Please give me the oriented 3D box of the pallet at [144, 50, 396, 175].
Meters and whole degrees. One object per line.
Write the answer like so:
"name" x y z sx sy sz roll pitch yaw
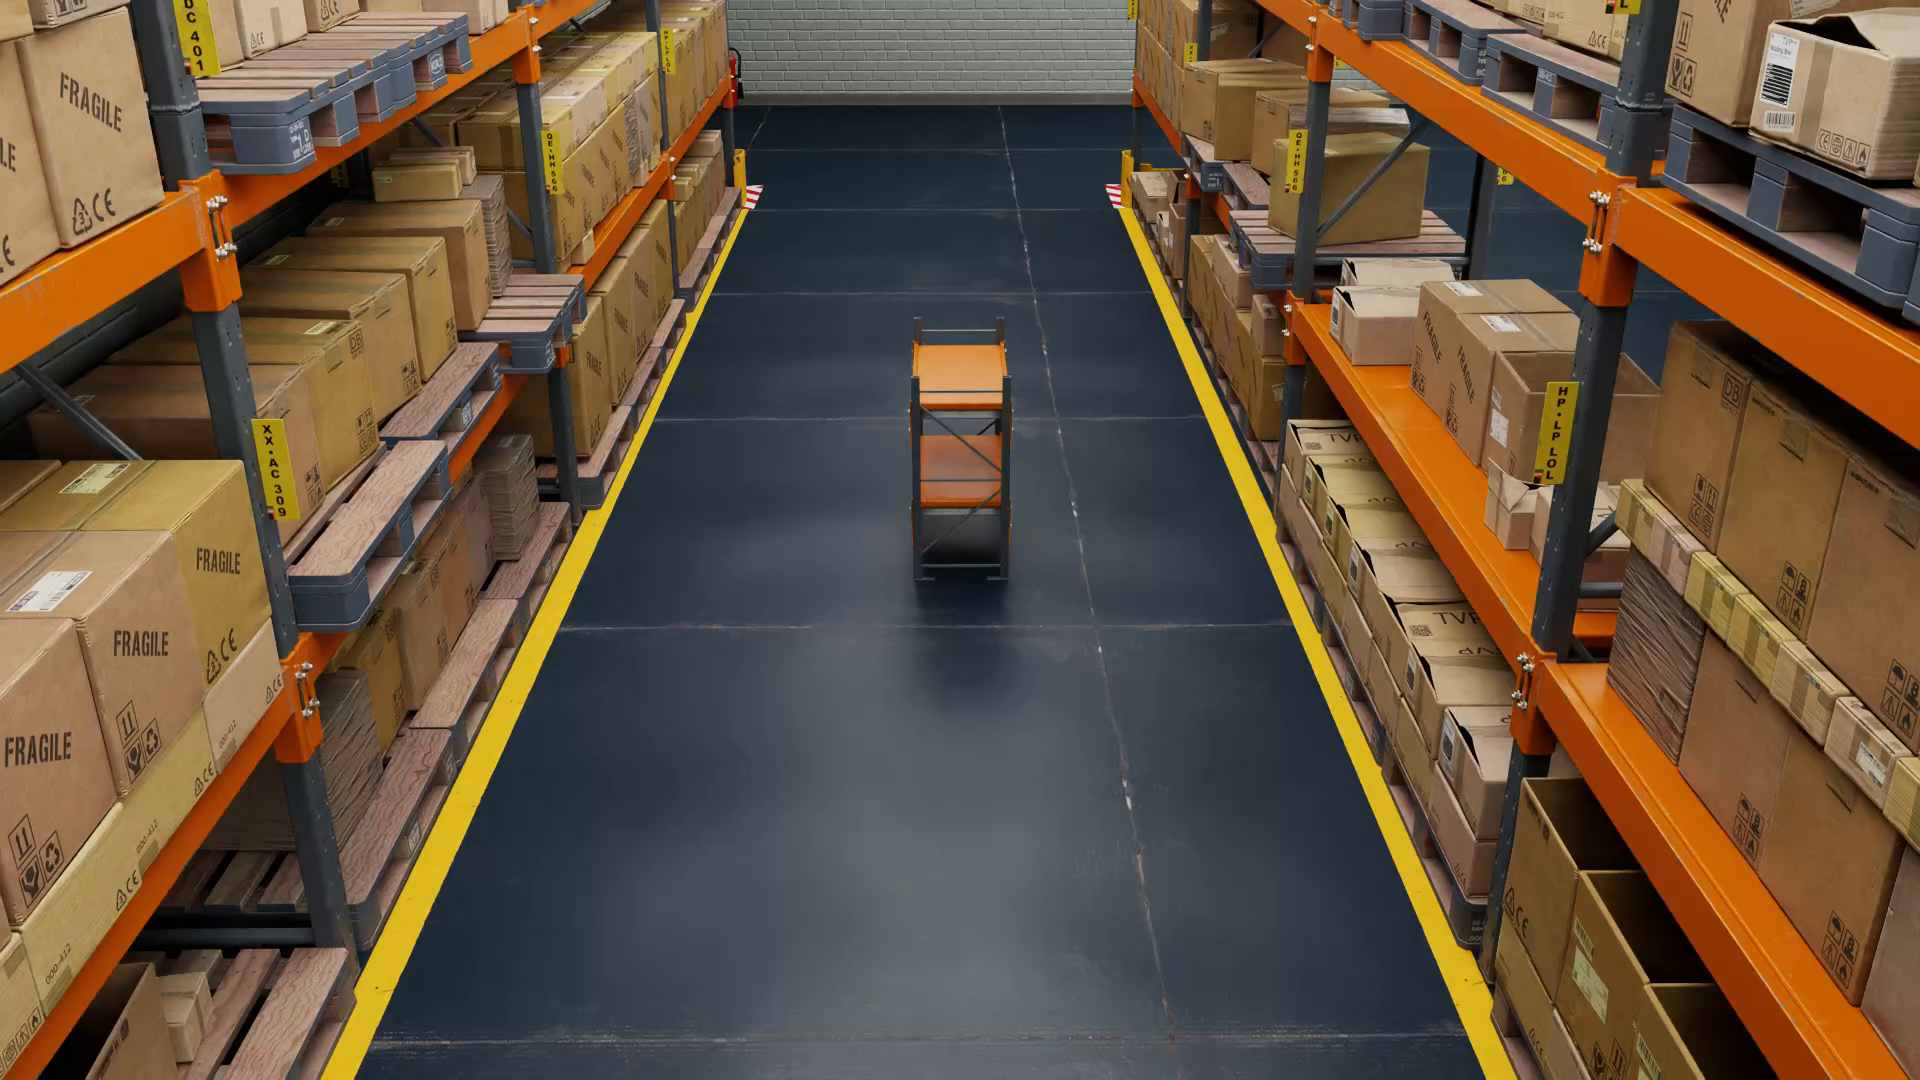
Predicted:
"pallet" -2.514 -1.347 5.177 1.213 0.211 1.003 0 24 -1

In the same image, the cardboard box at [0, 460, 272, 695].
"cardboard box" -2.299 0.100 4.637 0.500 0.500 0.500 0 24 -1

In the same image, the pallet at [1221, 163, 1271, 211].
"pallet" 2.270 -2.197 10.701 1.003 0.211 1.213 0 24 -1

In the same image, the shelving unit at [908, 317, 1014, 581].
"shelving unit" 0.000 -0.515 9.024 0.538 1.125 1.048 0 24 -1

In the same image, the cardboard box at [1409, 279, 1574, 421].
"cardboard box" 2.331 -0.837 7.340 0.500 0.500 0.500 -2 24 -3

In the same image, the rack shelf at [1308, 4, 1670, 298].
"rack shelf" 2.318 -1.698 6.597 1.077 0.370 4.000 0 24 -1

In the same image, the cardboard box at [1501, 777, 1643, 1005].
"cardboard box" 2.032 1.077 5.145 0.500 0.500 0.500 0 24 -1

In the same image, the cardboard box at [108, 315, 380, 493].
"cardboard box" -2.584 -0.497 6.054 0.700 0.500 0.500 2 24 5

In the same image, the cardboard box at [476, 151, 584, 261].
"cardboard box" -2.407 -1.851 9.196 0.500 0.500 0.500 0 24 1

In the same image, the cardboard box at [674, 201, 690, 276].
"cardboard box" -2.607 -2.469 13.592 0.700 0.500 0.500 0 24 0

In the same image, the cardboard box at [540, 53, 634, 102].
"cardboard box" -2.438 -3.027 10.887 0.500 0.250 0.500 0 24 0

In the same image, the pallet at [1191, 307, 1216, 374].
"pallet" 2.299 -1.526 12.368 1.003 0.211 1.213 0 24 -1

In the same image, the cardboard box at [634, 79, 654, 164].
"cardboard box" -2.428 -2.899 11.512 0.500 0.500 0.500 0 24 0

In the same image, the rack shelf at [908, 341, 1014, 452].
"rack shelf" 0.000 -0.782 8.904 0.538 0.278 1.000 0 24 -1

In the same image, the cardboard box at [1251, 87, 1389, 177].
"cardboard box" 2.333 -2.641 10.818 0.700 0.500 0.500 -6 25 -14

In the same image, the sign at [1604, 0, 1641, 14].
"sign" 1.797 -1.574 4.441 0.100 0.325 0.005 0 24 -1

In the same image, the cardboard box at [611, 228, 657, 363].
"cardboard box" -2.551 -1.686 11.437 0.750 0.750 0.750 0 24 1

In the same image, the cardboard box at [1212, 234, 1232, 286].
"cardboard box" 2.025 -1.922 11.450 0.500 0.250 0.500 0 24 0

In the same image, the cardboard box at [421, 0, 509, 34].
"cardboard box" -2.379 -2.499 7.580 0.500 0.311 0.500 0 24 -1

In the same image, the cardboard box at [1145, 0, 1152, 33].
"cardboard box" 1.963 -4.881 15.068 0.500 0.500 0.500 0 24 0

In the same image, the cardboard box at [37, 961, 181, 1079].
"cardboard box" -2.562 1.555 4.672 0.500 0.500 0.500 -2 24 -5

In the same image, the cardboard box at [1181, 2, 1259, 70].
"cardboard box" 1.988 -3.840 12.765 0.500 0.500 0.500 0 24 0

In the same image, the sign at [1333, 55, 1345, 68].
"sign" 2.807 -3.663 12.304 0.100 0.325 0.005 0 24 -1

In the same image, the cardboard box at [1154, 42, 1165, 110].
"cardboard box" 1.967 -4.016 14.368 0.500 0.500 0.500 0 24 0

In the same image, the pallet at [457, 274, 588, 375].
"pallet" -2.543 -1.079 8.228 1.213 0.211 1.003 0 24 -1

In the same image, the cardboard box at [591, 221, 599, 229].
"cardboard box" -2.471 -2.021 10.359 0.380 0.149 0.250 0 24 0

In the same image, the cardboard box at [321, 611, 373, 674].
"cardboard box" -2.646 0.301 6.534 0.500 0.250 0.500 -1 24 -2

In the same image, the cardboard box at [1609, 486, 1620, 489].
"cardboard box" 2.535 -0.087 6.106 0.380 0.149 0.250 0 24 -1

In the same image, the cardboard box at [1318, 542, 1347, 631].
"cardboard box" 2.026 0.217 7.958 0.500 0.250 0.500 -1 24 -2

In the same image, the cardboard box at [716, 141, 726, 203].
"cardboard box" -2.637 -3.520 15.917 0.700 0.500 0.500 0 24 -1

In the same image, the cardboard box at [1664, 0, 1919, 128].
"cardboard box" 2.082 -1.294 4.029 0.500 0.500 0.500 2 24 4

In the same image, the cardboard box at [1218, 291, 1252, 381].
"cardboard box" 2.034 -1.359 11.113 0.500 0.500 0.500 -1 24 -3

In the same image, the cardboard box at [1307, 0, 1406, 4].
"cardboard box" 2.258 -3.075 8.648 0.910 0.500 0.500 0 24 -1

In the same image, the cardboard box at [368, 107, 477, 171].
"cardboard box" -2.921 -2.177 9.007 0.500 0.250 0.500 0 24 1

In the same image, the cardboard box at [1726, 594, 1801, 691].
"cardboard box" 2.161 0.253 4.141 0.380 0.149 0.250 0 24 -1

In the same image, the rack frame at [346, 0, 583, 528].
"rack frame" -2.657 -1.459 8.837 1.000 3.000 0.127 0 24 -1

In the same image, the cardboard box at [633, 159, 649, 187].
"cardboard box" -2.368 -2.545 11.517 0.380 0.149 0.250 0 24 -1

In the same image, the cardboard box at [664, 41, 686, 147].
"cardboard box" -2.690 -3.468 12.914 0.980 0.700 0.700 0 24 0

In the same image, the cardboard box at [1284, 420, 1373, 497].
"cardboard box" 2.008 -0.460 8.774 0.500 0.311 0.500 1 24 1

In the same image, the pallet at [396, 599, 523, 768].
"pallet" -2.640 0.635 7.591 1.003 0.211 1.213 0 24 -1

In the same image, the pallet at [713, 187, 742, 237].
"pallet" -2.658 -3.156 15.972 1.003 0.211 1.213 0 24 -1

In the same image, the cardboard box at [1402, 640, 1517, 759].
"cardboard box" 2.037 0.591 6.450 0.500 0.311 0.500 0 24 1

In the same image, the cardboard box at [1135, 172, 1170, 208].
"cardboard box" 1.937 -3.296 15.700 0.500 0.250 0.500 0 24 -1

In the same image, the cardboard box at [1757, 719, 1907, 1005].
"cardboard box" 2.365 0.726 3.883 0.700 0.500 0.500 0 24 0

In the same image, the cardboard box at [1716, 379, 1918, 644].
"cardboard box" 2.358 -0.081 4.093 0.700 0.500 0.500 0 24 -1

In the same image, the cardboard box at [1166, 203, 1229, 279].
"cardboard box" 1.963 -2.426 13.475 0.500 0.500 0.500 0 24 -1

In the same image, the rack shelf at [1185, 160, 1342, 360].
"rack shelf" 2.274 -1.980 10.860 1.077 0.370 4.000 0 24 -1

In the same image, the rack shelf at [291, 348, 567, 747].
"rack shelf" -2.635 -0.308 7.163 1.077 0.370 4.000 0 24 -1

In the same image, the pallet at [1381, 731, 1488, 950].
"pallet" 2.293 1.132 6.491 1.003 0.211 1.213 0 24 -1

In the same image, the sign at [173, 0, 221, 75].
"sign" -2.071 -1.419 4.480 0.100 0.325 0.005 0 24 -1

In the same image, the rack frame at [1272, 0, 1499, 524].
"rack frame" 2.296 -1.483 8.889 1.000 3.000 0.127 0 24 -1

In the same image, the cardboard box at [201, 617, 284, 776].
"cardboard box" -2.305 0.442 4.791 0.500 0.250 0.500 0 24 0

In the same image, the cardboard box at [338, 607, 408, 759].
"cardboard box" -2.694 0.611 6.758 0.700 0.500 0.500 -1 24 -2
